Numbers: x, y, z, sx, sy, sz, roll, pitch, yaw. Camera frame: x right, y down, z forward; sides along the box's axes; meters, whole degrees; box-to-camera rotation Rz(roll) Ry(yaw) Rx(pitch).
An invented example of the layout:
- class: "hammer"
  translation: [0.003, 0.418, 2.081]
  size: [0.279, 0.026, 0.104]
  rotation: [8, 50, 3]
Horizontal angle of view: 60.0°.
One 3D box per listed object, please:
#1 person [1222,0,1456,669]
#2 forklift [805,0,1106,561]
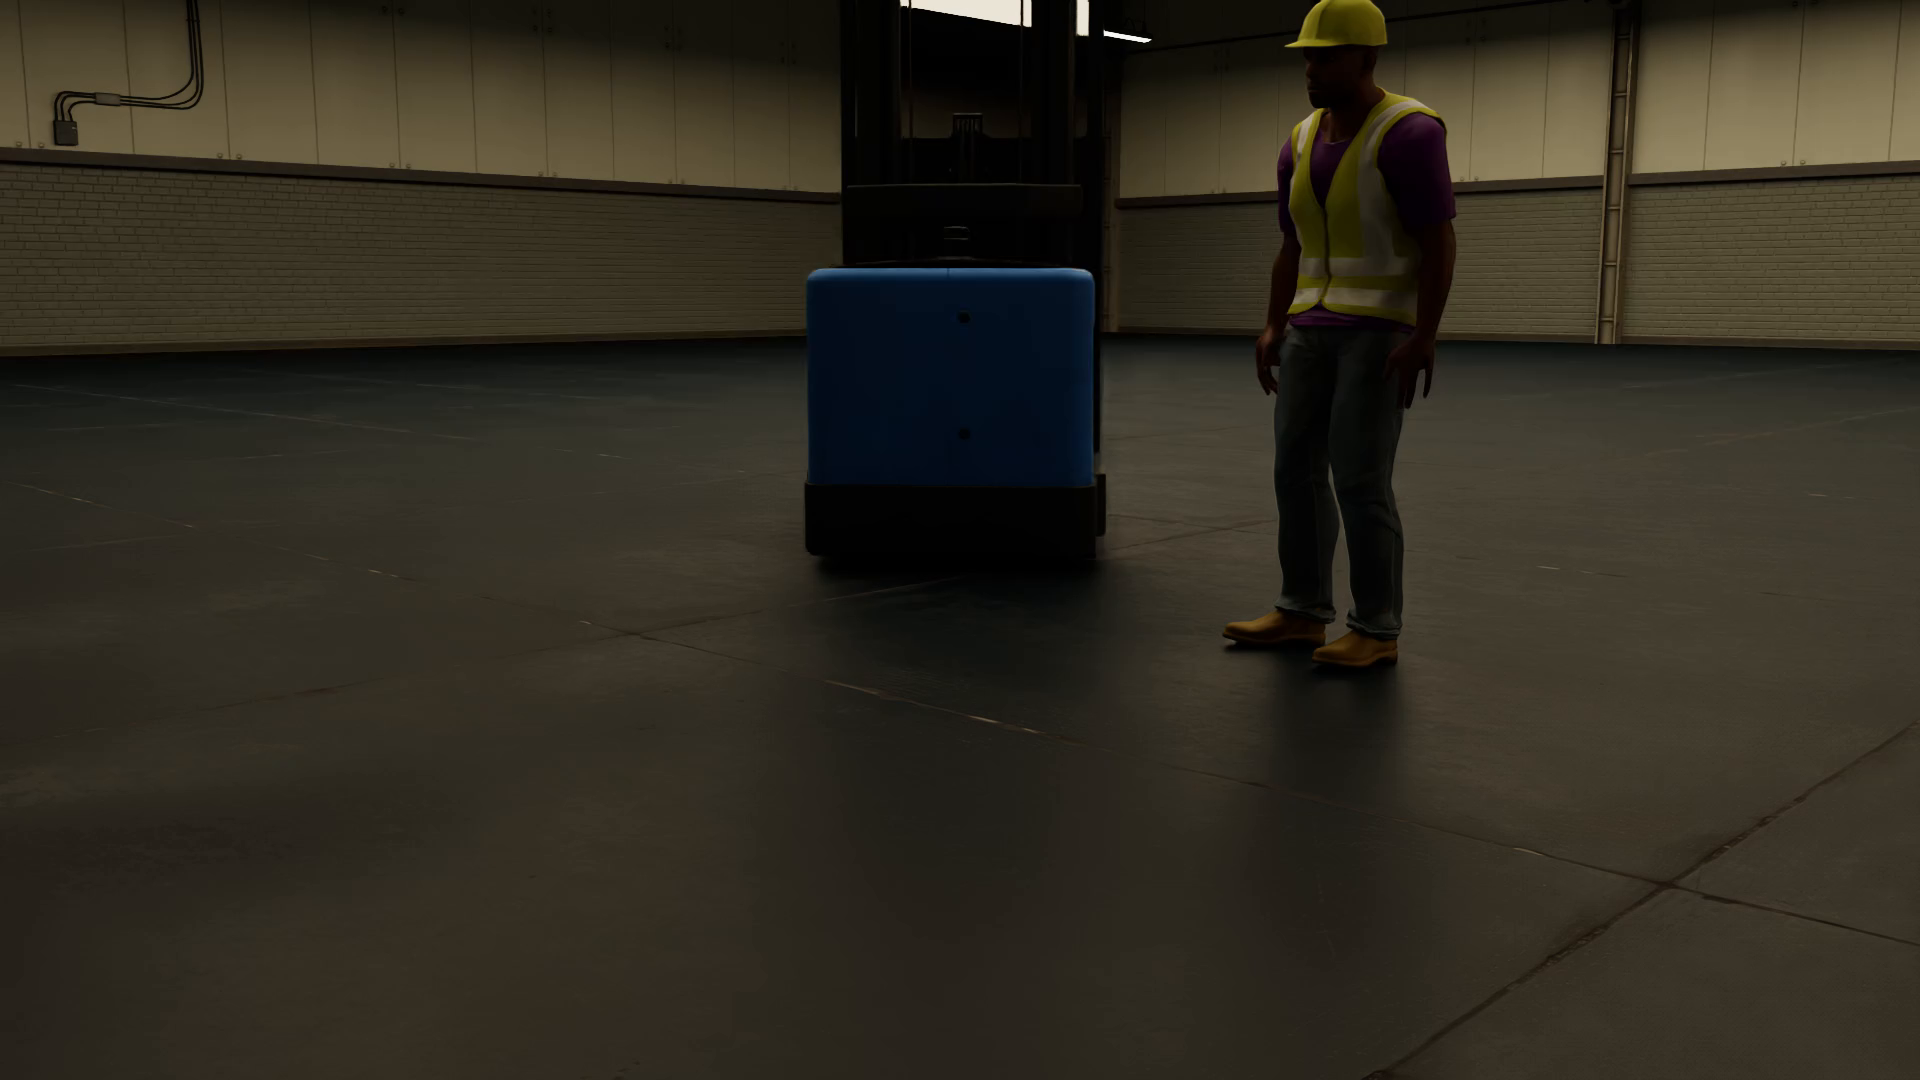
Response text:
- class: "person"
  translation: [1.029, -0.548, 4.462]
  size: [0.461, 1.759, 0.629]
  rotation: [-5, 10, -30]
- class: "forklift"
  translation: [0.069, -1.554, 7.197]
  size: [1.130, 2.935, 3.031]
  rotation: [1, 9, 4]
